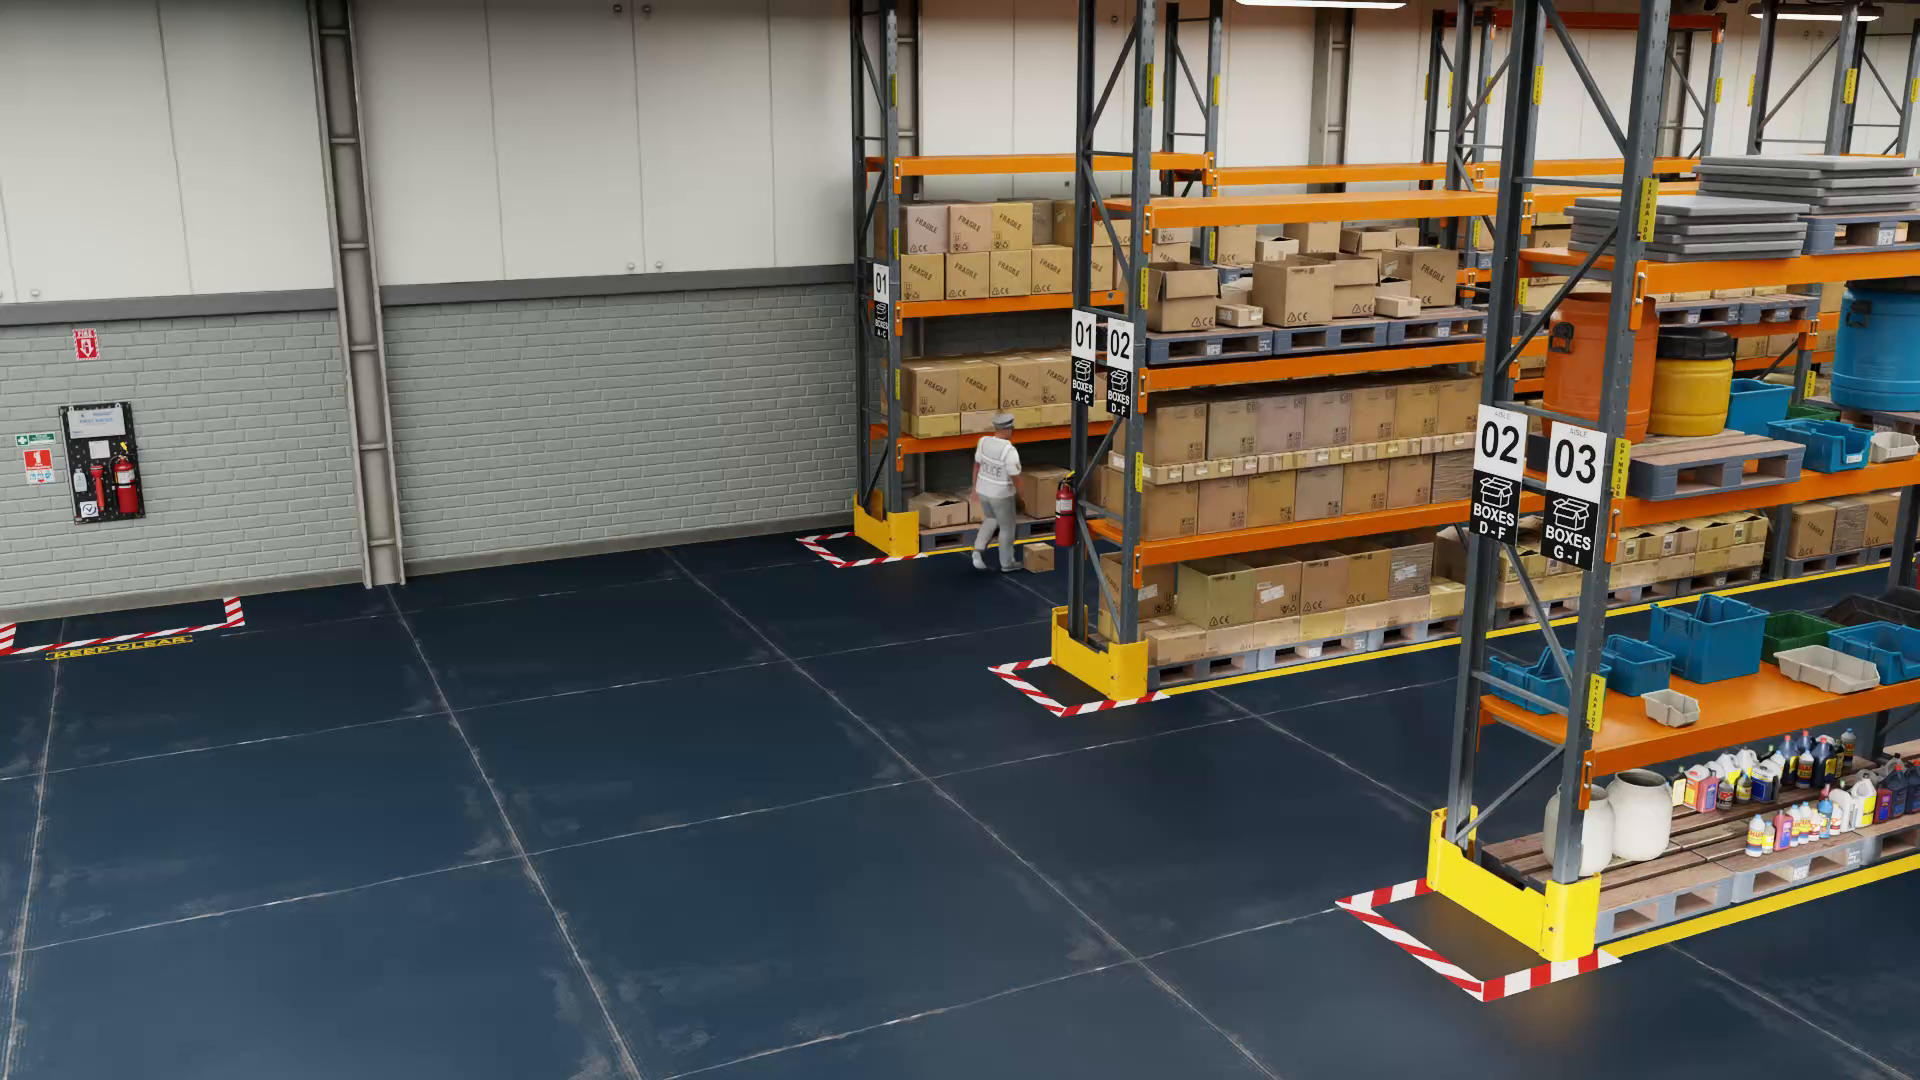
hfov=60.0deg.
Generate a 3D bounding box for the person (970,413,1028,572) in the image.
[{"bbox_3d":[0.467,-0.502,17.640,0.608,1.758,0.627,-14,21,-43],"label":"person"}]
